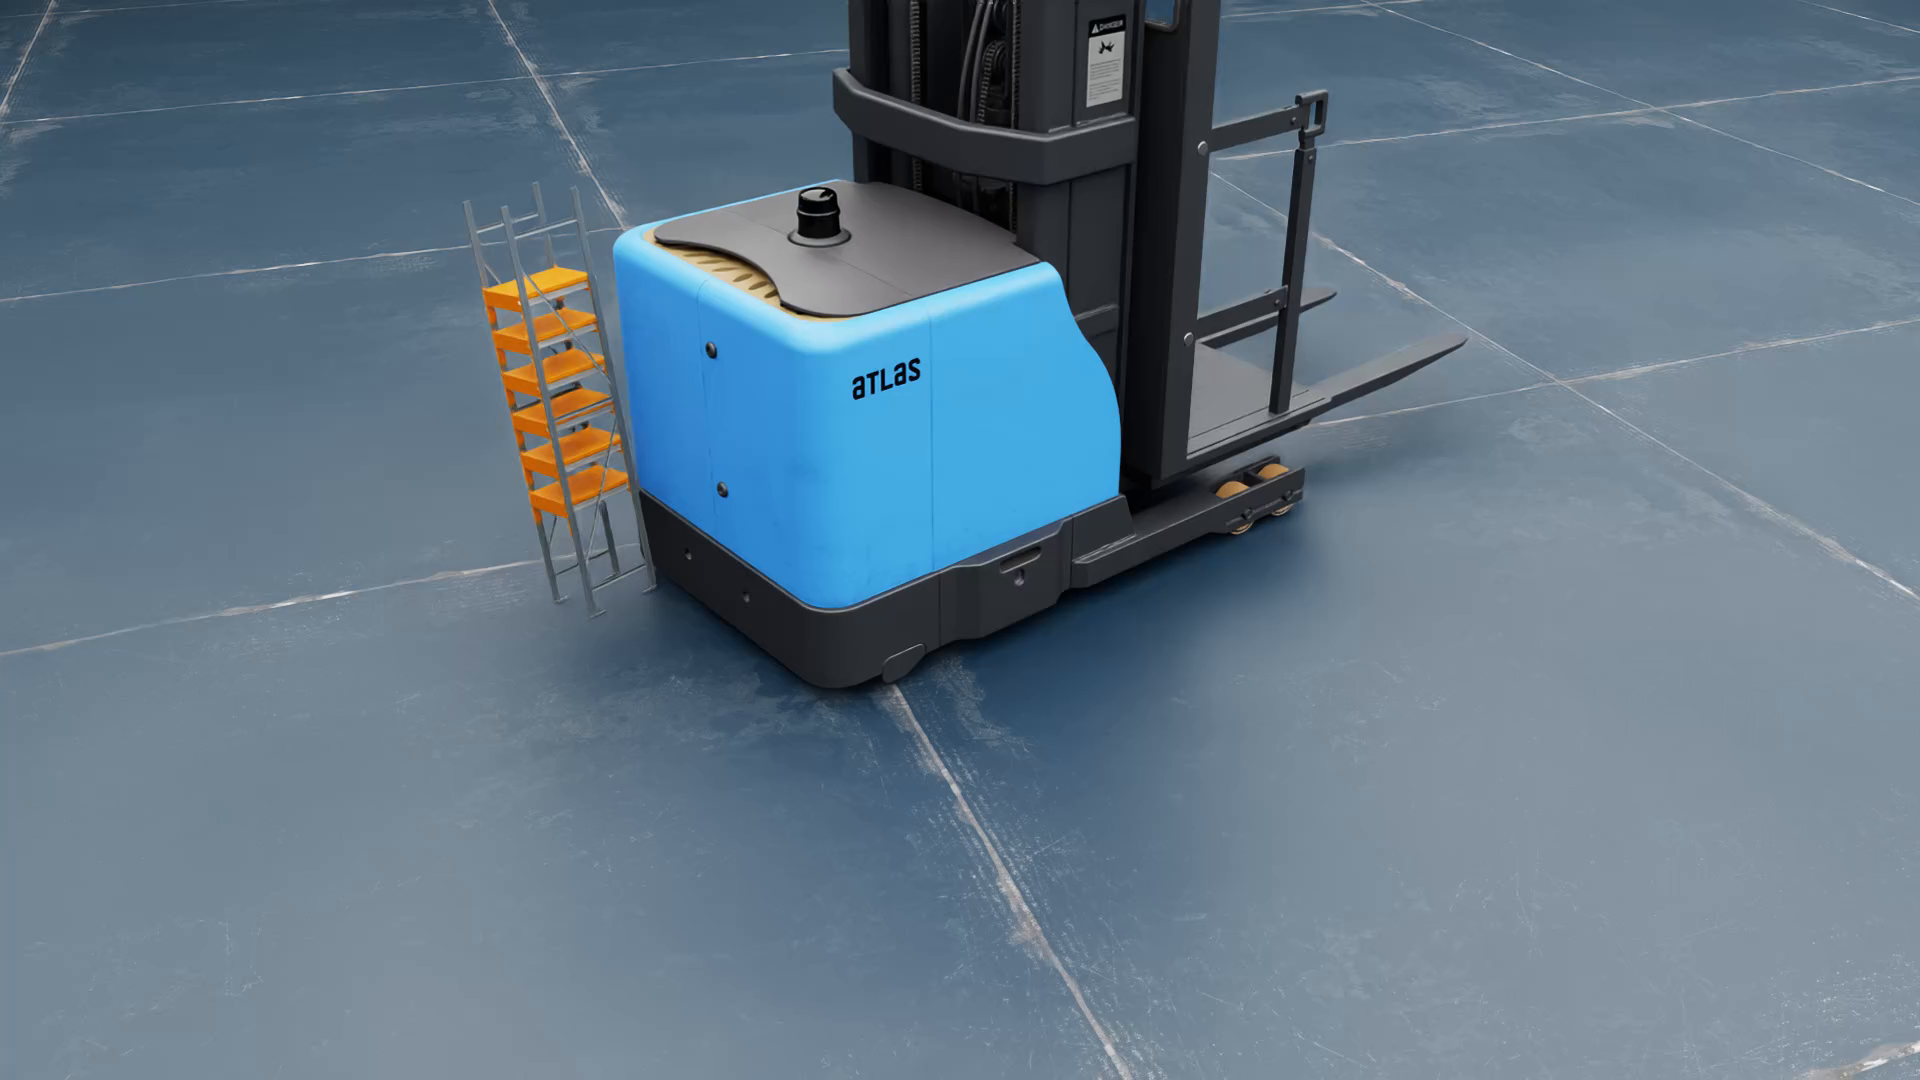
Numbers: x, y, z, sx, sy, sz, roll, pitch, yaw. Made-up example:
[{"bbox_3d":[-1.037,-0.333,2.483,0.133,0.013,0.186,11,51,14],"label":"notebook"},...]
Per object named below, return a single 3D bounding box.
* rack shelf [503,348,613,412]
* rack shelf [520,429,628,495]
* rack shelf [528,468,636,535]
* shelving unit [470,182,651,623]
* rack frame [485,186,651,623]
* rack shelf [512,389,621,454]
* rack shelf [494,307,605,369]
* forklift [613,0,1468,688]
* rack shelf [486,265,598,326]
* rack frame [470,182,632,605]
[{"bbox_3d":[-1.126,-0.451,4.663,0.258,0.103,0.180,-16,21,-25],"label":"rack shelf"},{"bbox_3d":[-1.099,-0.225,4.740,0.258,0.103,0.180,-16,21,-25],"label":"rack shelf"},{"bbox_3d":[-1.086,-0.112,4.779,0.258,0.103,0.180,-16,21,-25],"label":"rack shelf"},{"bbox_3d":[-1.118,-0.380,4.687,0.258,1.200,0.189,-16,21,-25],"label":"shelving unit"},{"bbox_3d":[-1.075,-0.358,4.609,0.240,1.200,0.006,-16,21,-25],"label":"rack frame"},{"bbox_3d":[-1.113,-0.338,4.702,0.258,0.103,0.180,-16,21,-25],"label":"rack shelf"},{"bbox_3d":[-1.140,-0.563,4.624,0.258,0.103,0.180,-16,21,-25],"label":"rack shelf"},{"bbox_3d":[0.486,-1.472,4.873,3.031,2.935,1.130,-22,36,-34],"label":"forklift"},{"bbox_3d":[-1.153,-0.676,4.585,0.258,0.103,0.180,-16,21,-25],"label":"rack shelf"},{"bbox_3d":[-1.161,-0.401,4.765,0.240,1.200,0.006,-16,21,-25],"label":"rack frame"}]
